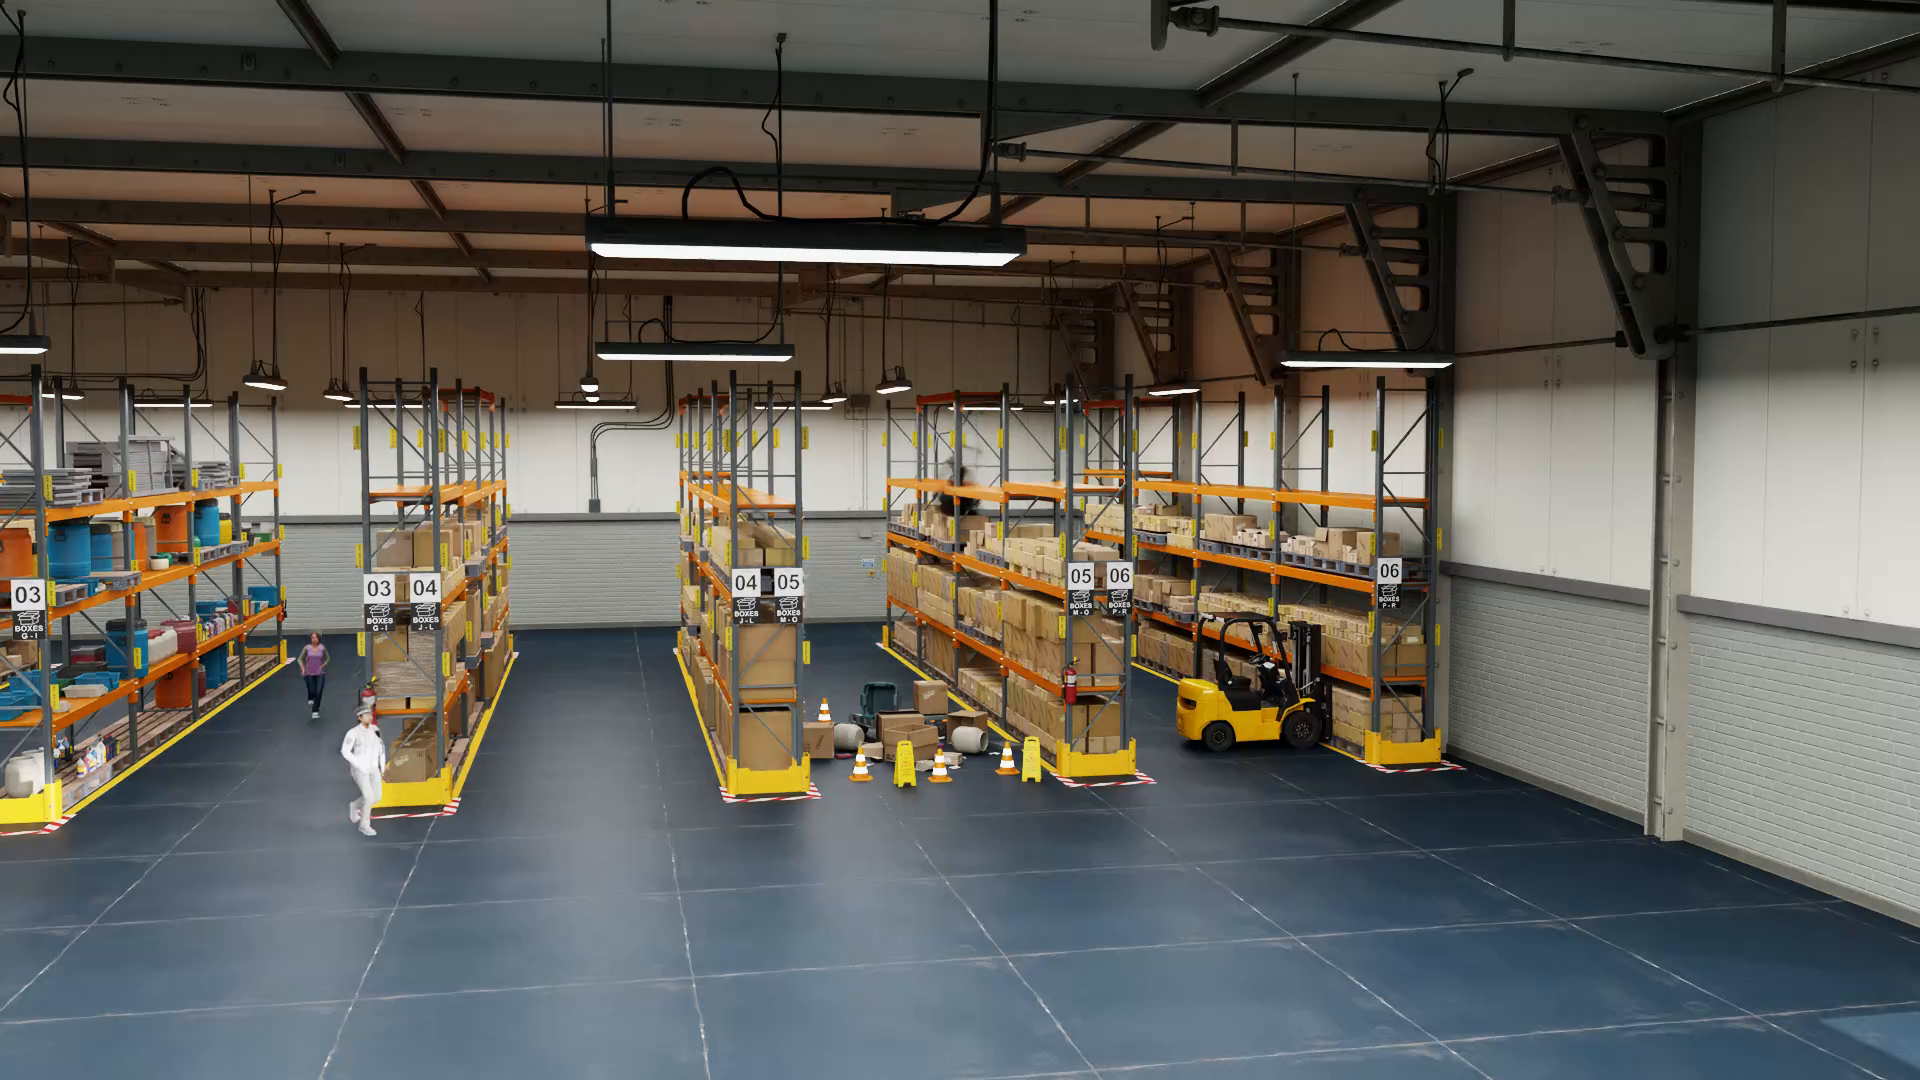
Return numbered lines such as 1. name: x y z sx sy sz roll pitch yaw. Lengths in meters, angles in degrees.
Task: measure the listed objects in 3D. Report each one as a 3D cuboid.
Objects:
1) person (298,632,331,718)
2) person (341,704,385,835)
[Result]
1. person: -11.677 2.436 30.094 0.549 1.552 0.556 -2 4 -26
2. person: -7.633 2.920 21.310 0.533 1.665 0.656 2 4 31
